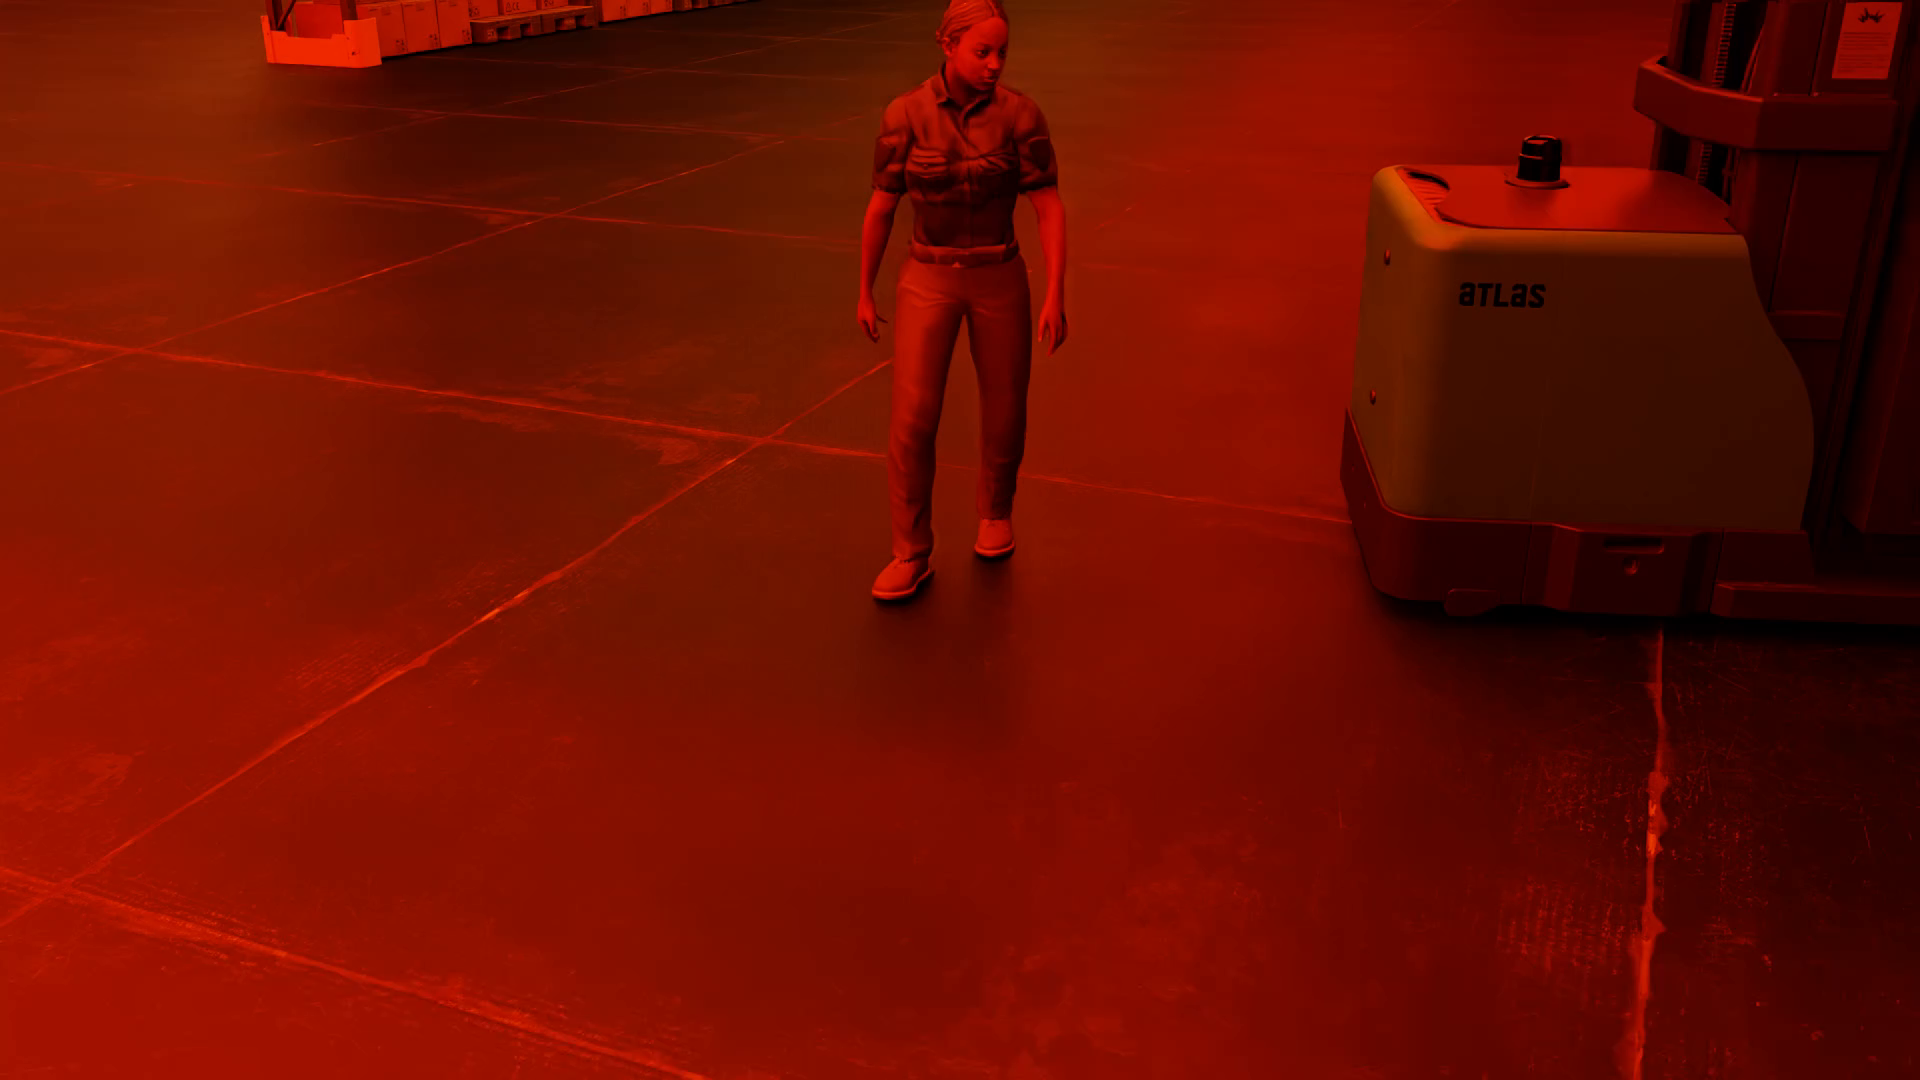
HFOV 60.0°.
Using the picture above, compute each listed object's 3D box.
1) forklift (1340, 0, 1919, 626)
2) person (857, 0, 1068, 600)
[{"bbox_3d":[2.695,-1.266,4.321,3.031,2.935,1.130,2,23,5],"label":"forklift"},{"bbox_3d":[0.001,-0.670,4.604,0.569,1.622,0.650,-2,23,-4],"label":"person"}]
